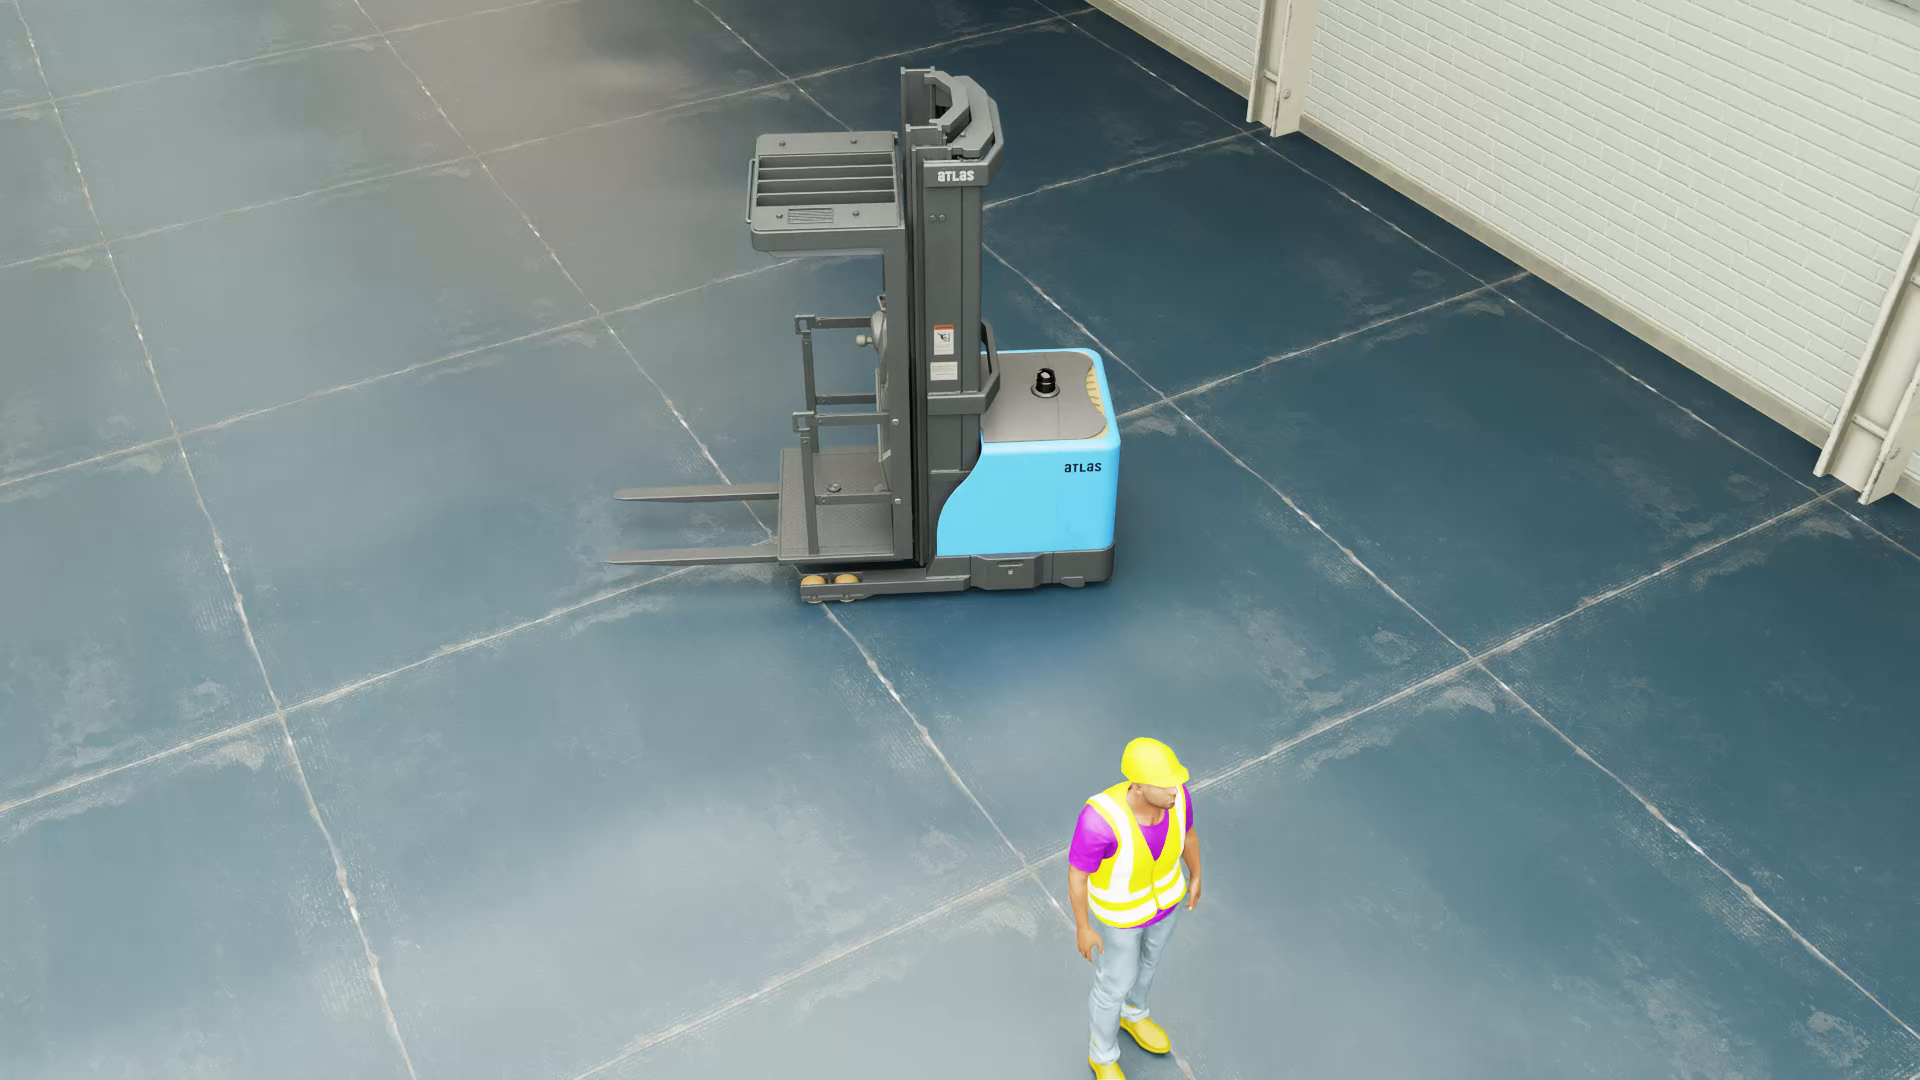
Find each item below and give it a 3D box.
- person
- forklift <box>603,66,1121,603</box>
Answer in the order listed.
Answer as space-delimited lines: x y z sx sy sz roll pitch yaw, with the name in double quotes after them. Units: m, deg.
0.793 1.575 7.039 0.666 1.765 0.577 -23 45 -25 "person"
-0.618 -1.103 9.366 3.031 2.935 1.130 -2 40 -3 "forklift"
